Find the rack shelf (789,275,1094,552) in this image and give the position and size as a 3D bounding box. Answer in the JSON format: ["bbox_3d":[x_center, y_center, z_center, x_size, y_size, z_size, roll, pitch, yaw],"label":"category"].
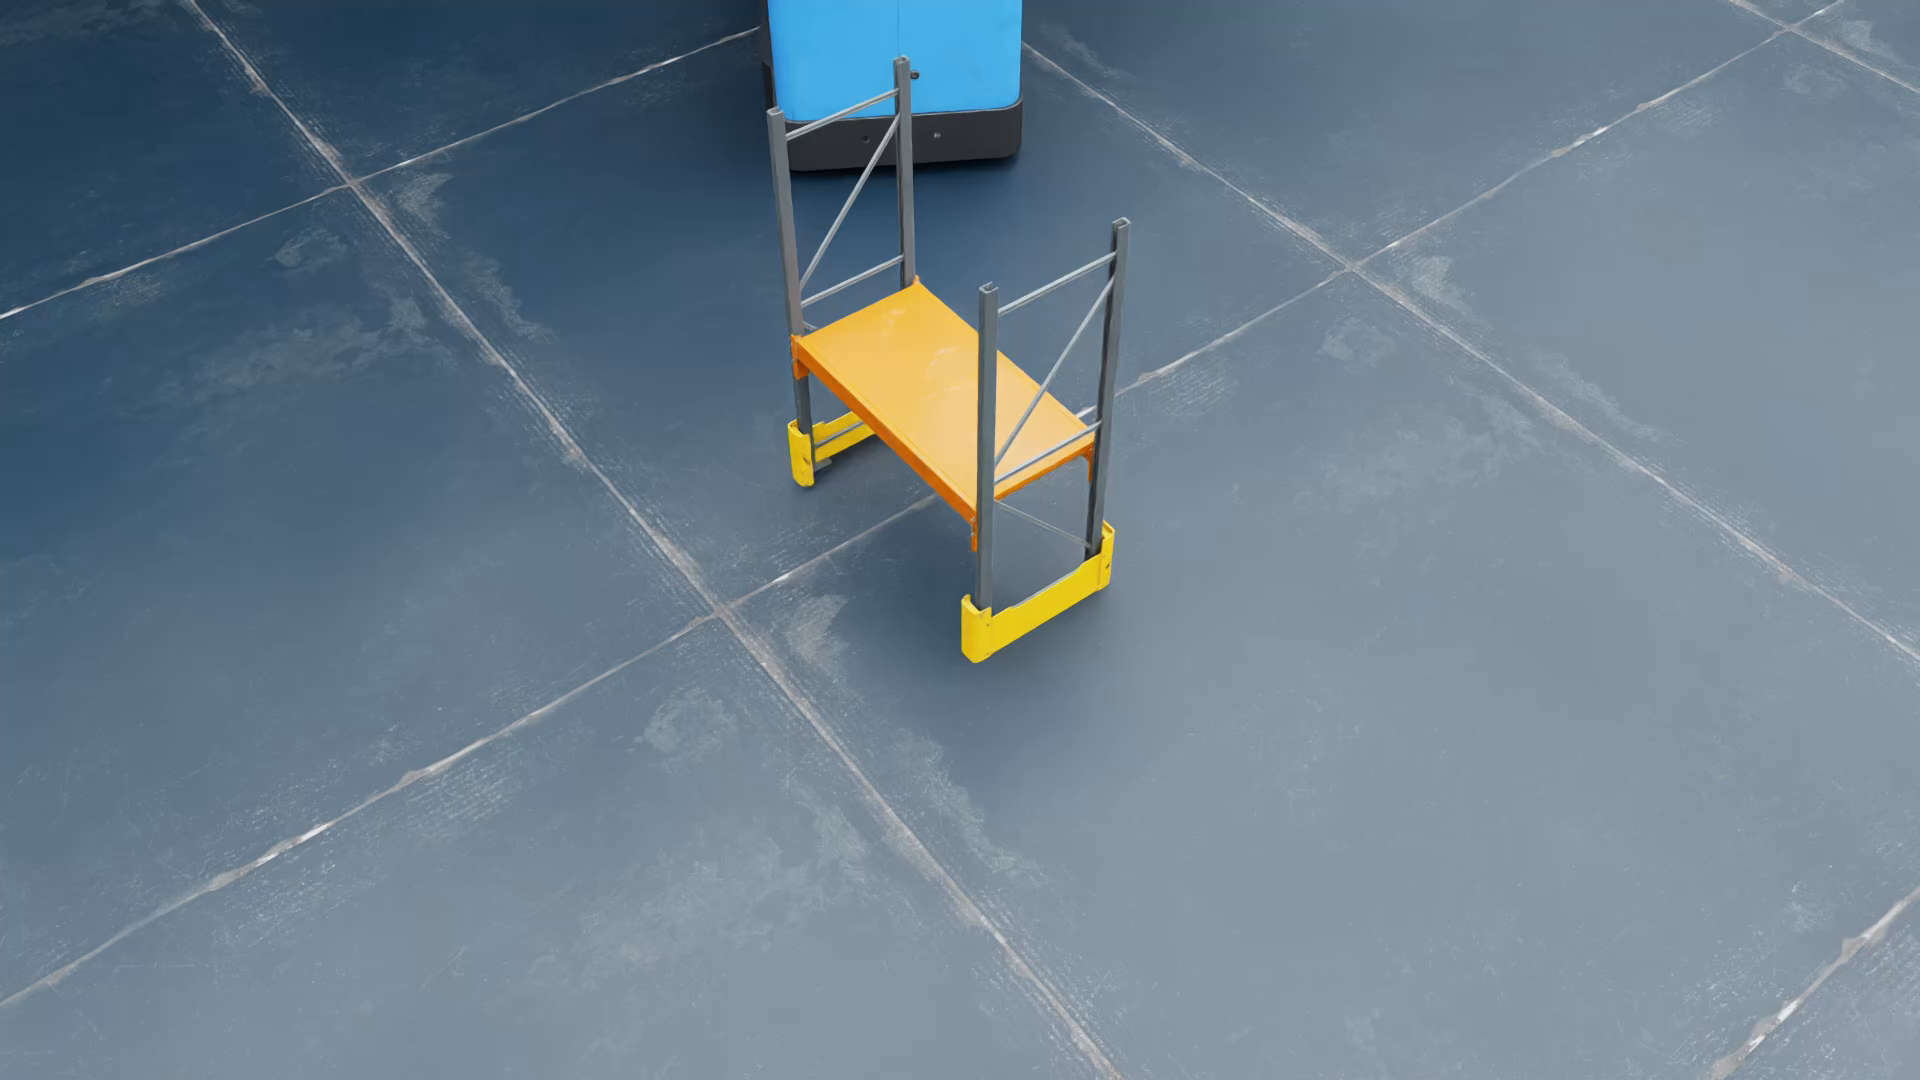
[{"bbox_3d":[-0.052,-0.433,5.373,0.538,0.185,1.000,-29,54,-24],"label":"rack shelf"}]

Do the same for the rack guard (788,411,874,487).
[{"bbox_3d":[-0.348,-0.423,5.964,0.587,0.250,0.087,-29,54,-24],"label":"rack guard"}]

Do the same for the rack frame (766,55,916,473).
[{"bbox_3d":[-0.359,-0.854,5.512,0.500,1.500,0.032,-29,54,-24],"label":"rack frame"}]

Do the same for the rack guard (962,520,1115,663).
[{"bbox_3d":[0.255,0.165,5.432,0.587,0.250,0.087,-29,54,-24],"label":"rack guard"}]

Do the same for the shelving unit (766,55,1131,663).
[{"bbox_3d":[-0.046,-0.549,5.235,0.587,1.500,1.083,-29,54,-24],"label":"shelving unit"}]

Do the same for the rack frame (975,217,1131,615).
[{"bbox_3d":[0.256,-0.254,4.968,0.500,1.500,0.032,-29,54,-24],"label":"rack frame"}]

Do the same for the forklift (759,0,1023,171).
[{"bbox_3d":[-0.418,-3.656,7.086,1.130,2.935,3.031,-5,48,-4],"label":"forklift"}]
